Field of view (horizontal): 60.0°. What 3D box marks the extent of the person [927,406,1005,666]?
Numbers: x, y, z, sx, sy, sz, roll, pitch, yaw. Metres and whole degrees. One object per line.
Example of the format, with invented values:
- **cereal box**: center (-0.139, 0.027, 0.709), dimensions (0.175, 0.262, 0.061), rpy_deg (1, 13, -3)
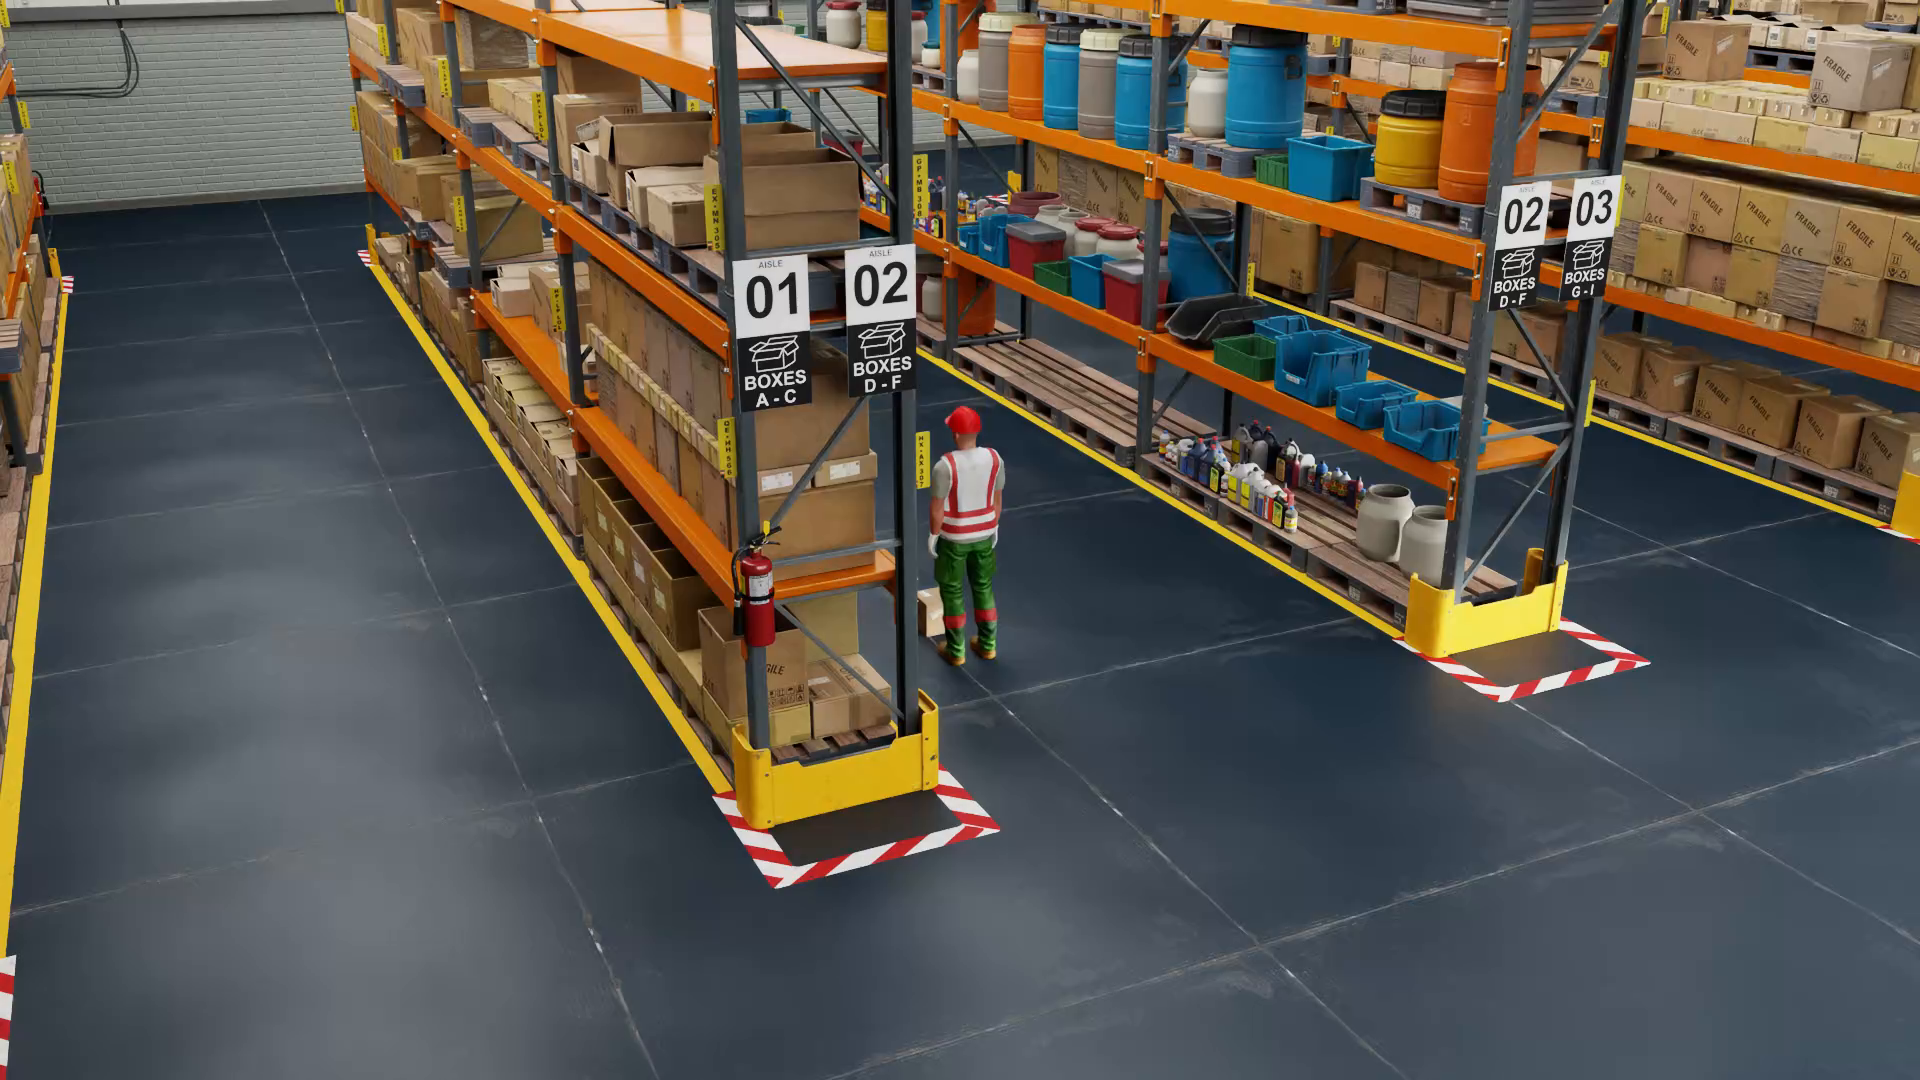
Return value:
- **person**: center (0.032, -0.034, 11.086), dimensions (0.525, 1.783, 0.338), rpy_deg (-10, 24, -23)
